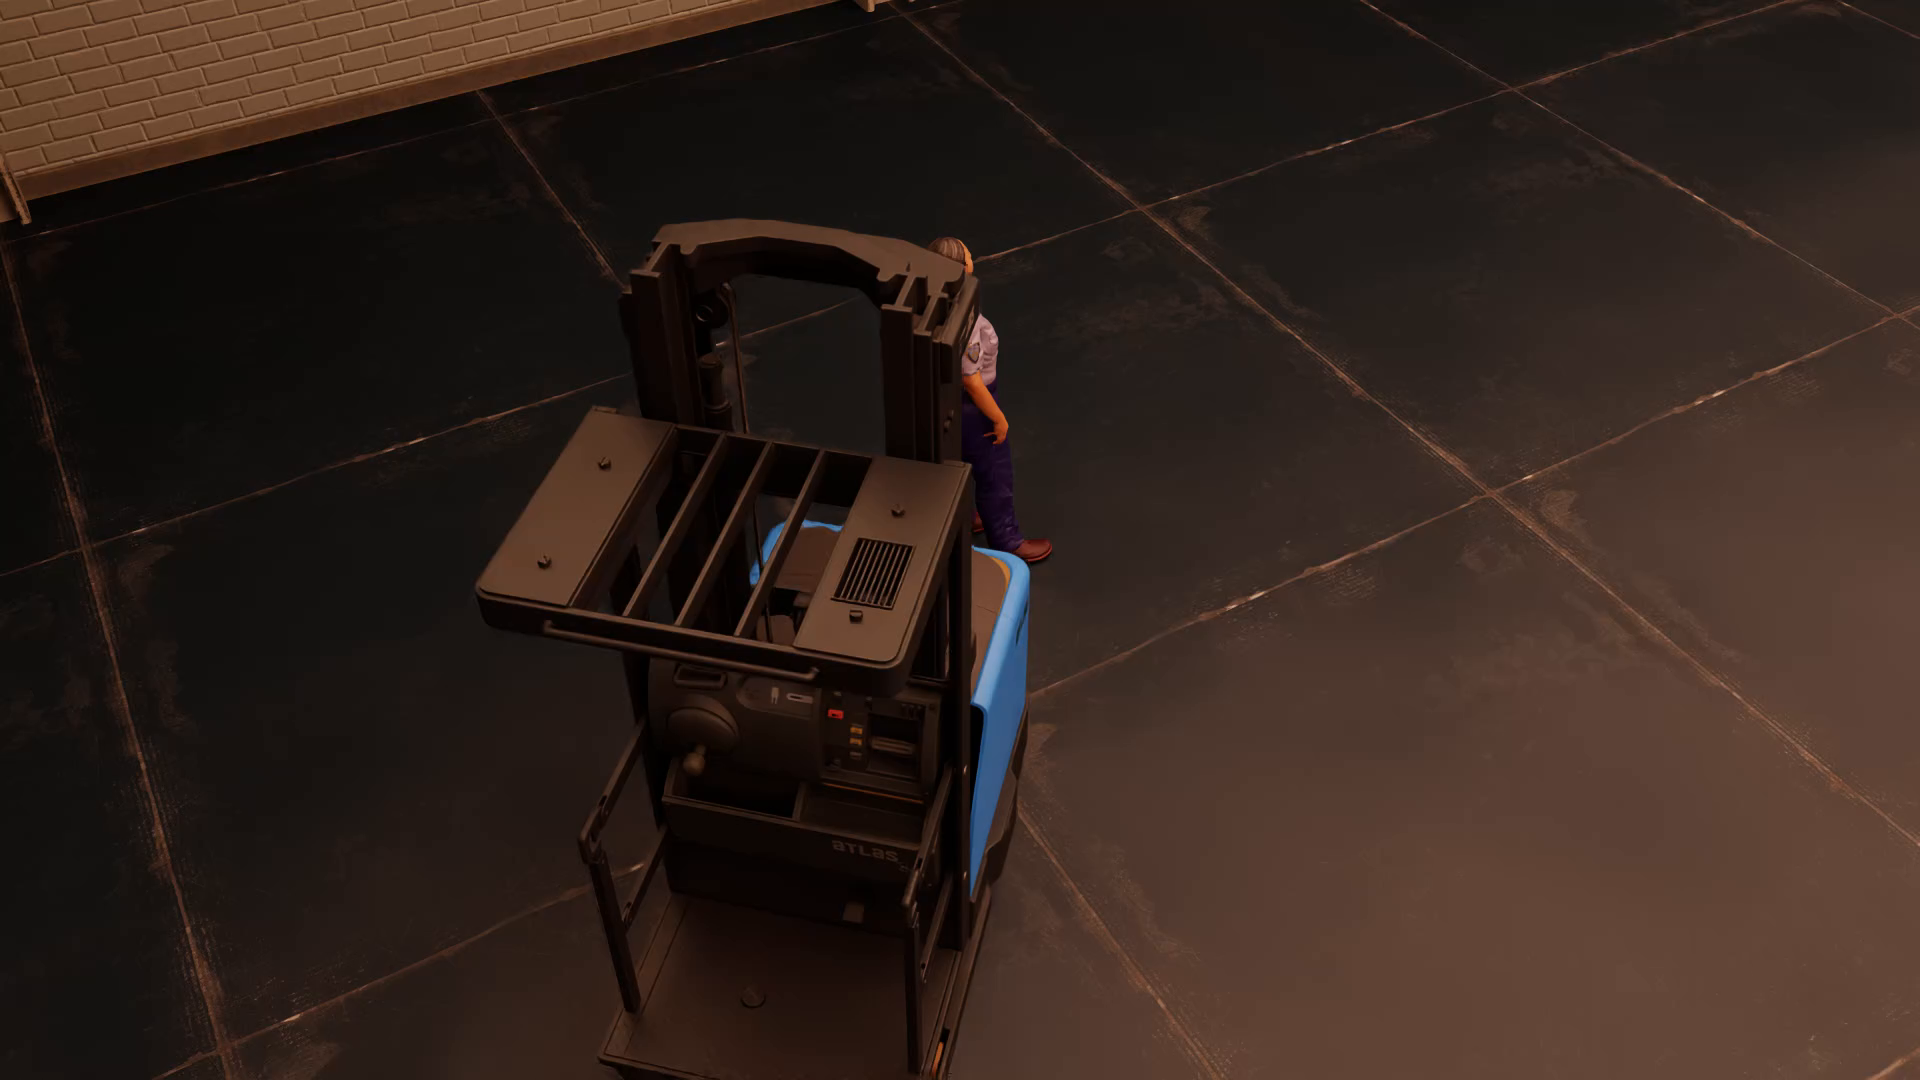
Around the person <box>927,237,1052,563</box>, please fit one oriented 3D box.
[{"bbox_3d":[0.090,-0.623,7.310,0.501,1.640,0.599,-21,47,-21],"label":"person"}]

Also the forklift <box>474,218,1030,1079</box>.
[{"bbox_3d":[-0.565,0.666,4.979,1.130,2.935,3.031,9,44,10],"label":"forklift"}]
